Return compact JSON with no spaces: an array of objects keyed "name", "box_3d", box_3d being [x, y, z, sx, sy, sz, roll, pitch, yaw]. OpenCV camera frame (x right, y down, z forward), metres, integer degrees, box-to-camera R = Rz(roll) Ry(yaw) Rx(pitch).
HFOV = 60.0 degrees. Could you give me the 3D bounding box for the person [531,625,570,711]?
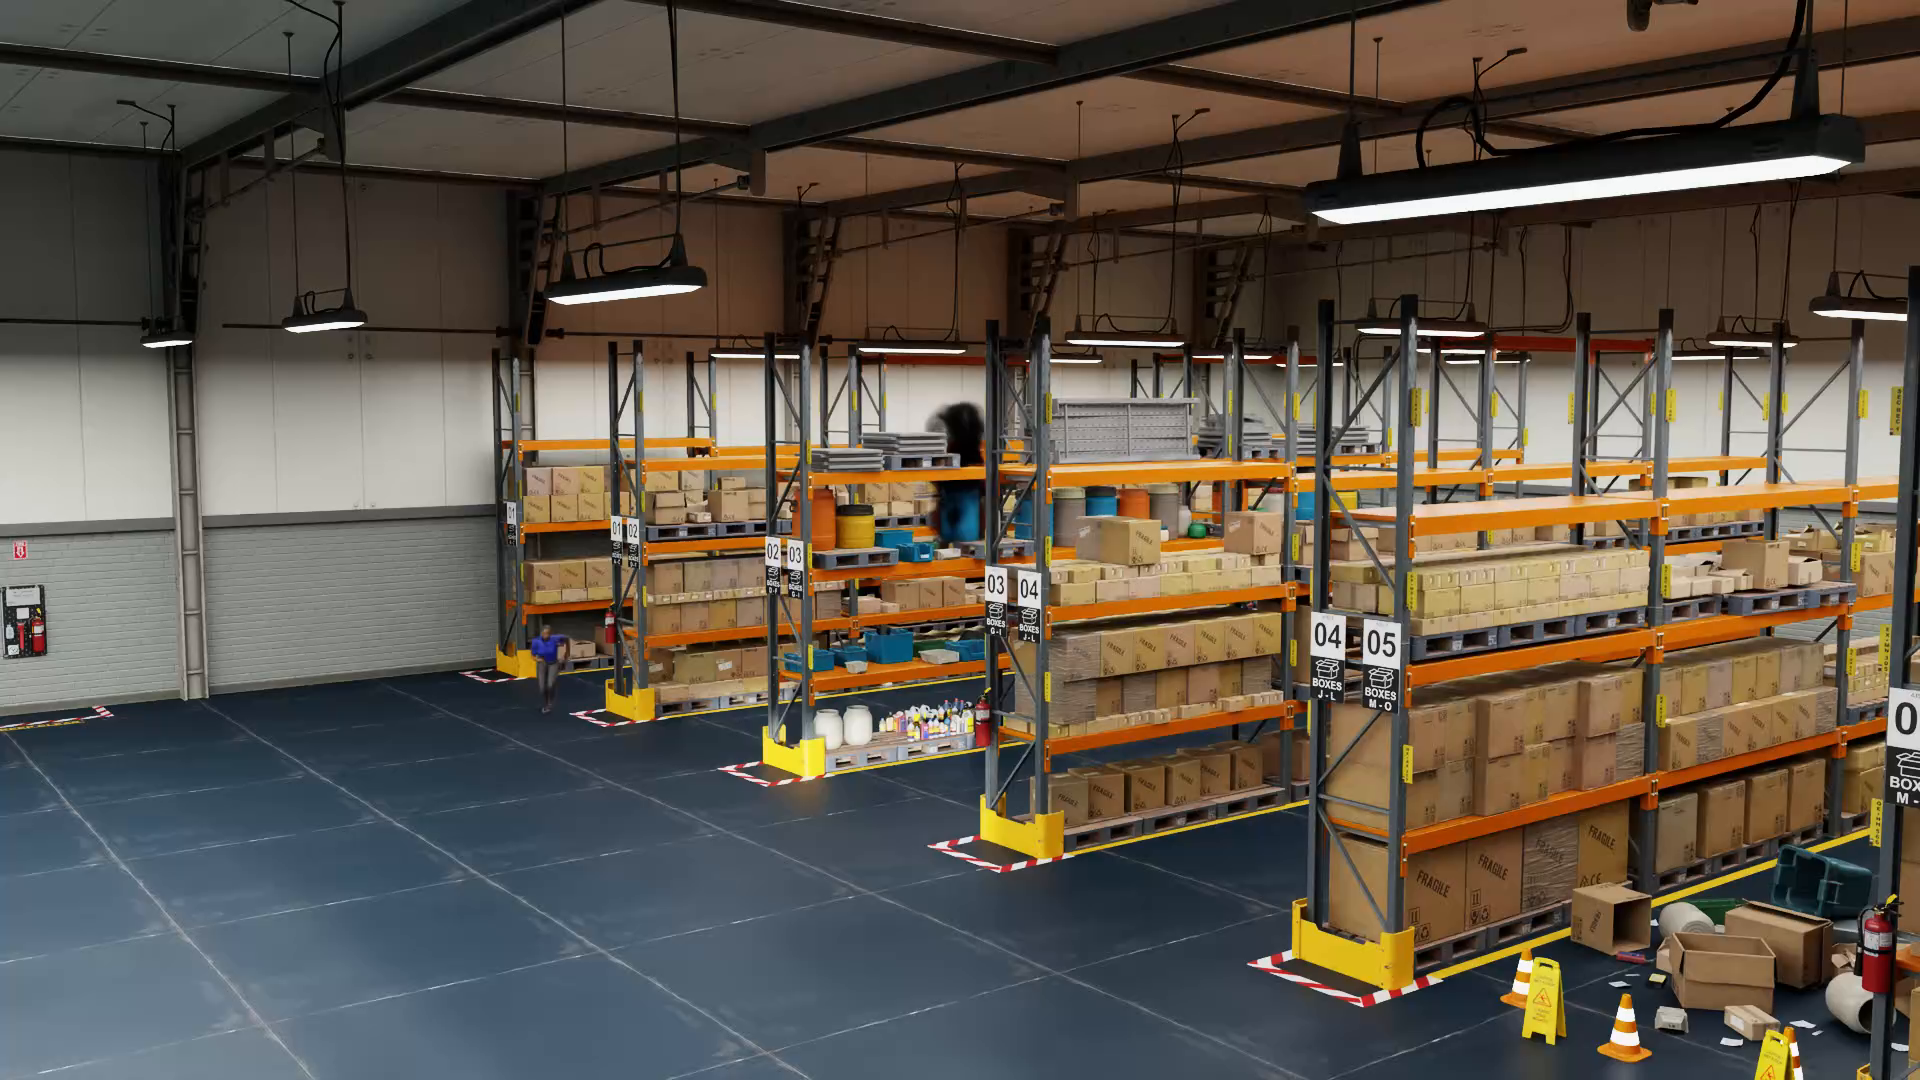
[{"name":"person","box_3d":[-6.593,2.069,26.785,0.597,1.488,0.873,-1,5,-10]}]
